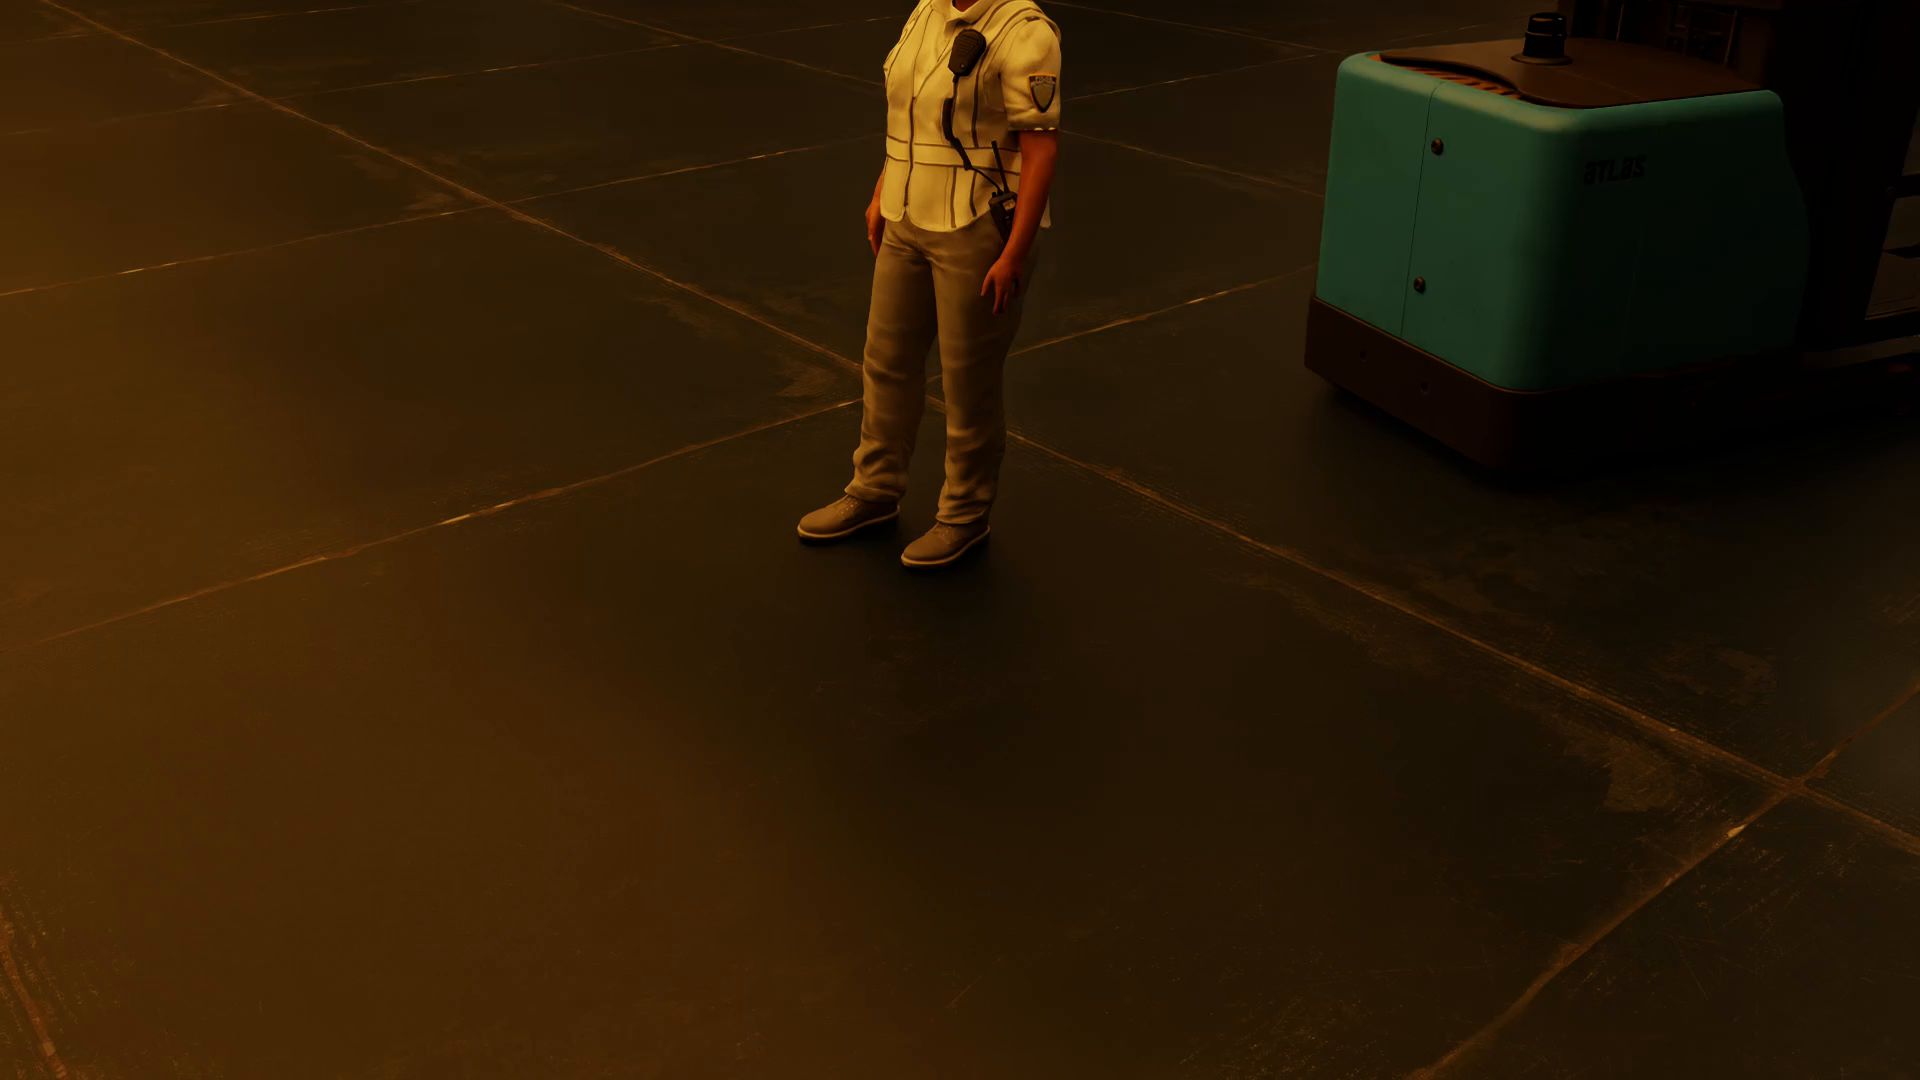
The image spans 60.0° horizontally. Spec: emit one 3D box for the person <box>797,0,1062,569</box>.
[{"bbox_3d":[-0.073,-0.740,4.099,0.529,1.670,0.598,-20,33,-35],"label":"person"}]

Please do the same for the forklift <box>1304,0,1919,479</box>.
[{"bbox_3d":[2.703,-1.913,5.059,3.031,2.935,1.130,-11,29,-21],"label":"forklift"}]
